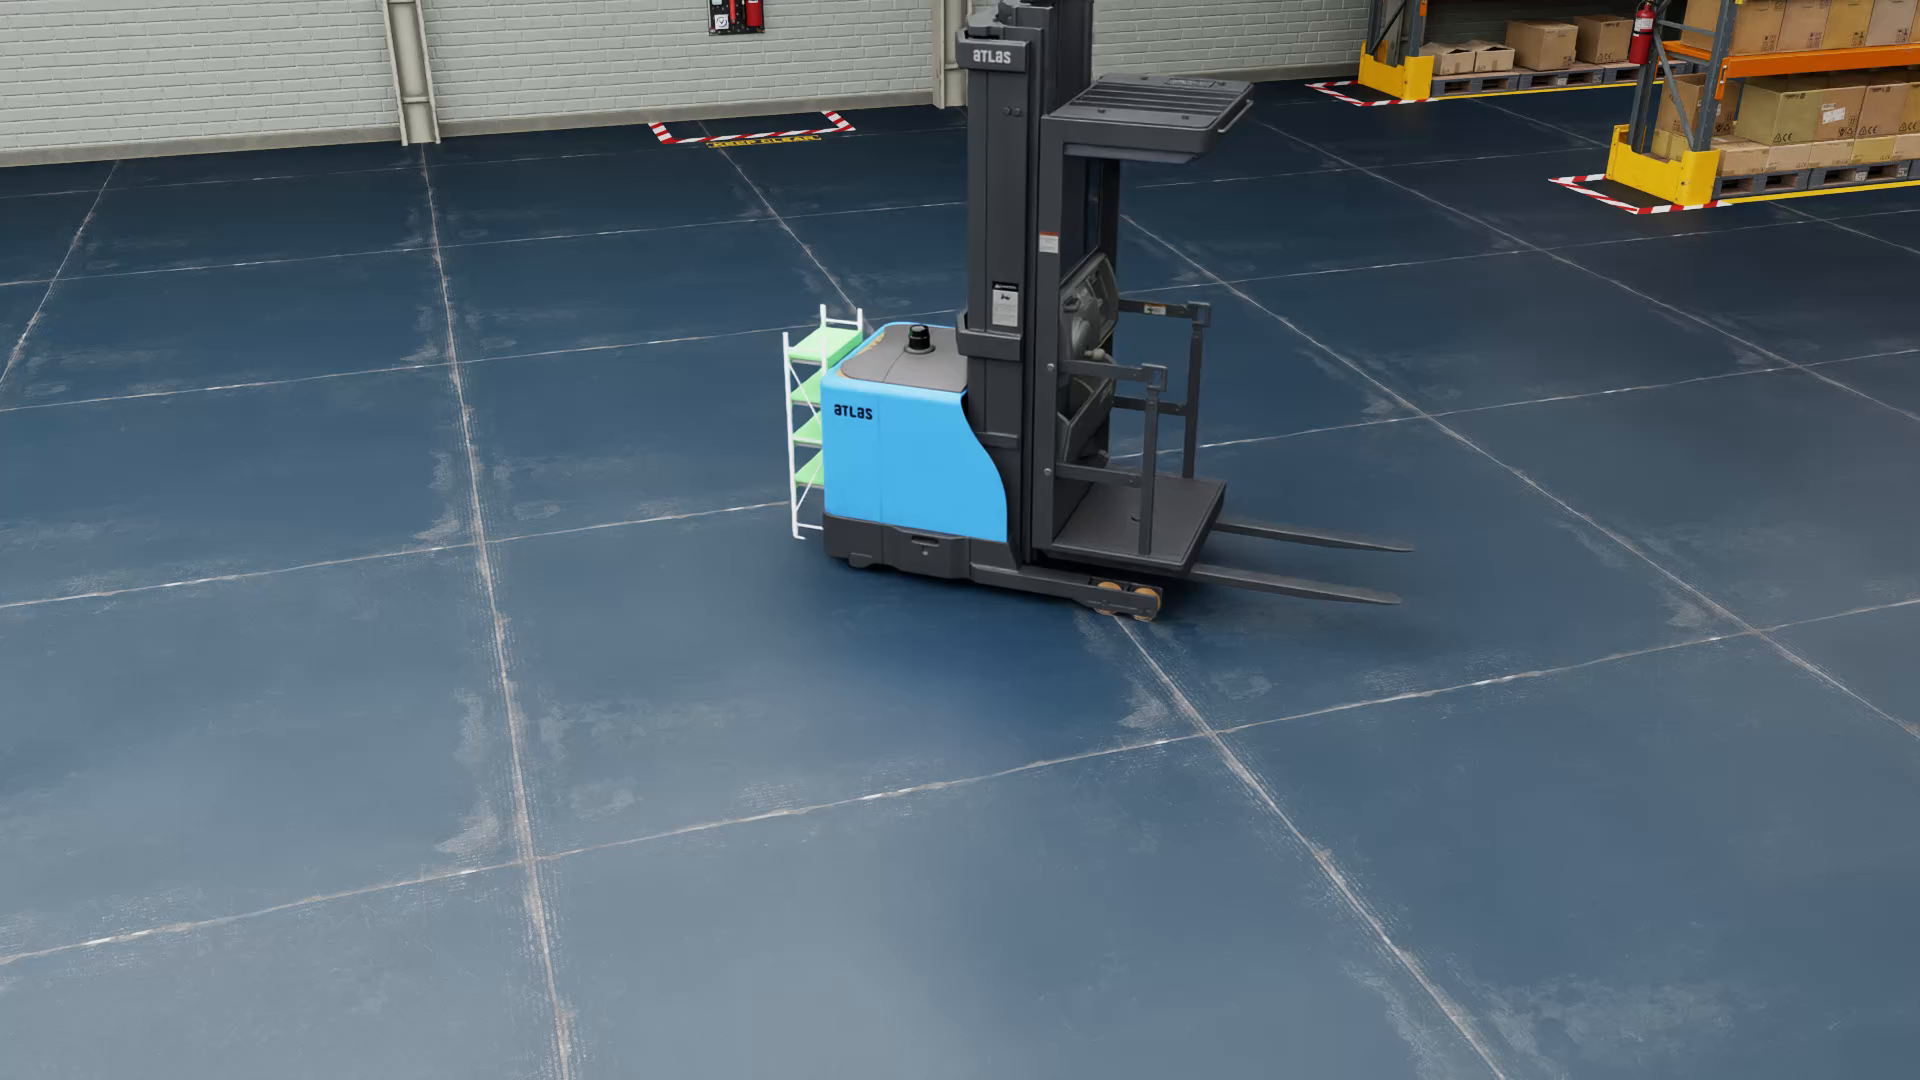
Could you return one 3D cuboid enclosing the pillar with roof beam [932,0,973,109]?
[{"bbox_3d":[1.241,-7.329,13.893,0.400,9.000,9.100,-8,28,-16],"label":"pillar with roof beam"}]

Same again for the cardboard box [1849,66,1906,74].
[{"bbox_3d":[9.067,-4.506,16.730,0.500,0.500,0.500,-8,28,-16],"label":"cardboard box"}]

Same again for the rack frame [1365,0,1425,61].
[{"bbox_3d":[5.215,-6.826,19.627,0.127,3.000,1.000,-8,28,-16],"label":"rack frame"}]

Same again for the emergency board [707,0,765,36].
[{"bbox_3d":[-2.454,-6.138,18.241,0.643,1.169,0.194,-8,28,-16],"label":"emergency board"}]

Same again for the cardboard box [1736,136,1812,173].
[{"bbox_3d":[7.806,-3.739,16.028,0.500,0.250,0.500,-8,28,-16],"label":"cardboard box"}]

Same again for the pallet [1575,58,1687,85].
[{"bbox_3d":[8.391,-6.021,21.140,1.213,0.211,1.003,-8,28,-16],"label":"pallet"}]

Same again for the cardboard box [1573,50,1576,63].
[{"bbox_3d":[7.491,-6.086,20.846,0.250,0.149,0.380,-11,28,-20],"label":"cardboard box"}]

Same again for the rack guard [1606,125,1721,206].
[{"bbox_3d":[6.730,-3.609,15.958,0.348,0.500,1.175,-8,28,-16],"label":"rack guard"}]

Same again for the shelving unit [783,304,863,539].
[{"bbox_3d":[-0.733,-0.638,9.186,0.258,1.200,0.503,9,28,18],"label":"shelving unit"}]

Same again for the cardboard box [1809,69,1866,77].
[{"bbox_3d":[8.592,-4.437,16.590,0.500,0.500,0.500,-8,28,-16],"label":"cardboard box"}]

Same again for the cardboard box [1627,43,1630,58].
[{"bbox_3d":[8.519,-6.219,21.095,0.250,0.166,0.380,-12,29,-23],"label":"cardboard box"}]

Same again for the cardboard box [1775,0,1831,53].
[{"bbox_3d":[7.698,-4.910,15.655,0.500,0.500,0.700,-8,27,-15],"label":"cardboard box"}]

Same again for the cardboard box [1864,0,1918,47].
[{"bbox_3d":[8.672,-5.050,15.937,0.500,0.500,0.700,-7,27,-15],"label":"cardboard box"}]

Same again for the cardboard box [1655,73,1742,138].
[{"bbox_3d":[7.170,-4.224,16.163,0.500,0.500,0.500,-8,28,-16],"label":"cardboard box"}]

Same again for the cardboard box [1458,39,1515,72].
[{"bbox_3d":[6.443,-5.955,20.400,0.500,0.311,0.500,-6,27,-12],"label":"cardboard box"}]

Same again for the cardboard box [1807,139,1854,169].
[{"bbox_3d":[8.281,-3.808,16.167,0.500,0.250,0.500,-8,28,-16],"label":"cardboard box"}]

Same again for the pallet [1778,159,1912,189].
[{"bbox_3d":[8.625,-3.773,16.612,1.213,0.211,1.003,-8,28,-16],"label":"pallet"}]

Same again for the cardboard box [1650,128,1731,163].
[{"bbox_3d":[7.171,-3.888,16.328,0.500,0.250,0.500,-8,28,-16],"label":"cardboard box"}]

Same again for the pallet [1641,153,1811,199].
[{"bbox_3d":[7.467,-3.606,16.277,1.213,0.211,1.003,-8,28,-16],"label":"pallet"}]

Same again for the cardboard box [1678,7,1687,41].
[{"bbox_3d":[9.713,-6.563,21.413,0.500,0.500,0.700,-7,27,-14],"label":"cardboard box"}]

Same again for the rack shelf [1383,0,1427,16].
[{"bbox_3d":[7.117,-6.780,20.342,4.000,0.370,1.077,-8,28,-16],"label":"rack shelf"}]

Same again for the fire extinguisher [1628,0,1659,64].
[{"bbox_3d":[6.496,-4.878,15.789,0.183,0.674,0.296,-8,28,-16],"label":"fire extinguisher"}]

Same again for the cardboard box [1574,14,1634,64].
[{"bbox_3d":[8.044,-6.295,20.873,0.500,0.500,0.500,-10,28,-20],"label":"cardboard box"}]

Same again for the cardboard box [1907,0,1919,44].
[{"bbox_3d":[9.158,-5.121,16.080,0.500,0.500,0.700,-8,27,-15],"label":"cardboard box"}]

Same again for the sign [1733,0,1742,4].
[{"bbox_3d":[6.919,-4.920,14.725,0.005,0.325,0.100,-8,28,-16],"label":"sign"}]

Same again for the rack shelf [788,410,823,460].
[{"bbox_3d":[-0.733,-0.581,9.215,0.258,0.148,0.480,9,28,18],"label":"rack shelf"}]

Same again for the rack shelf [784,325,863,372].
[{"bbox_3d":[-0.733,-1.011,9.001,0.258,0.148,0.480,9,28,18],"label":"rack shelf"}]

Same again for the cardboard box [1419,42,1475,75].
[{"bbox_3d":[5.901,-5.876,20.242,0.500,0.311,0.500,-12,29,-22],"label":"cardboard box"}]

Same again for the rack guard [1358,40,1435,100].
[{"bbox_3d":[5.287,-5.717,20.204,0.348,0.500,1.175,-8,28,-16],"label":"rack guard"}]

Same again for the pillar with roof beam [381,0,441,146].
[{"bbox_3d":[-4.464,-6.503,12.229,0.400,9.000,9.100,-8,28,-16],"label":"pillar with roof beam"}]

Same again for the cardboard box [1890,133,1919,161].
[{"bbox_3d":[9.233,-3.944,16.440,0.500,0.250,0.500,-8,28,-16],"label":"cardboard box"}]

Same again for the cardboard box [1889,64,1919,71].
[{"bbox_3d":[9.545,-4.572,16.863,0.500,0.500,0.500,-8,28,-16],"label":"cardboard box"}]

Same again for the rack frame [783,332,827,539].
[{"bbox_3d":[-0.814,-0.536,8.980,0.240,1.200,0.015,9,28,18],"label":"rack frame"}]

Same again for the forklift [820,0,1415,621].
[{"bbox_3d":[0.836,-1.168,8.307,3.031,2.935,1.130,9,28,17],"label":"forklift"}]

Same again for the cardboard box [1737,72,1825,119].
[{"bbox_3d":[8.117,-4.368,16.452,0.500,0.500,0.500,-8,28,-16],"label":"cardboard box"}]

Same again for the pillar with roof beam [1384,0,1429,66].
[{"bbox_3d":[6.946,-8.155,15.557,0.400,9.000,9.100,-8,28,-16],"label":"pillar with roof beam"}]

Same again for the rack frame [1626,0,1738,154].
[{"bbox_3d":[6.753,-4.732,15.409,0.127,3.000,1.000,-8,28,-16],"label":"rack frame"}]

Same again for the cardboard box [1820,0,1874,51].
[{"bbox_3d":[8.172,-4.976,15.788,0.500,0.500,0.700,-8,28,-16],"label":"cardboard box"}]

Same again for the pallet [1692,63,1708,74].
[{"bbox_3d":[9.758,-6.236,21.574,1.213,0.211,1.003,-8,28,-16],"label":"pallet"}]

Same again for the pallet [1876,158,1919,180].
[{"bbox_3d":[9.787,-3.942,16.954,1.213,0.211,1.003,-8,28,-16],"label":"pallet"}]

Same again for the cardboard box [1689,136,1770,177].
[{"bbox_3d":[7.331,-3.669,15.886,0.500,0.250,0.500,-8,28,-16],"label":"cardboard box"}]

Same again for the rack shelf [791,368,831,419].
[{"bbox_3d":[-0.733,-0.796,9.108,0.258,0.148,0.480,9,28,18],"label":"rack shelf"}]

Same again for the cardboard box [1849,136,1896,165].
[{"bbox_3d":[8.758,-3.875,16.301,0.500,0.250,0.500,-8,28,-16],"label":"cardboard box"}]

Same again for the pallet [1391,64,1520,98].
[{"bbox_3d":[6.071,-5.685,20.463,1.213,0.211,1.003,-8,28,-16],"label":"pallet"}]

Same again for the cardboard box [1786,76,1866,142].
[{"bbox_3d":[8.278,-4.149,16.010,0.500,0.500,0.500,-8,28,-16],"label":"cardboard box"}]

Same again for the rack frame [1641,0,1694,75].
[{"bbox_3d":[9.018,-7.377,20.736,0.127,3.000,1.000,-8,28,-16],"label":"rack frame"}]

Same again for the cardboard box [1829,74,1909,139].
[{"bbox_3d":[8.758,-4.210,16.134,0.500,0.500,0.500,-8,28,-16],"label":"cardboard box"}]

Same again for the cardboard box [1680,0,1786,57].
[{"bbox_3d":[7.200,-4.836,15.505,0.500,0.500,0.700,-8,28,-16],"label":"cardboard box"}]

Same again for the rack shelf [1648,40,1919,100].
[{"bbox_3d":[8.654,-4.686,16.124,4.000,0.370,1.077,-8,28,-16],"label":"rack shelf"}]

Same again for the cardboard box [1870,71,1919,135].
[{"bbox_3d":[9.229,-4.285,16.284,0.500,0.500,0.500,-8,28,-16],"label":"cardboard box"}]

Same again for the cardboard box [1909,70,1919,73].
[{"bbox_3d":[9.704,-4.355,16.426,0.500,0.500,0.500,-8,28,-16],"label":"cardboard box"}]

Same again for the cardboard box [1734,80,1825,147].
[{"bbox_3d":[7.806,-4.074,15.860,0.500,0.500,0.500,-8,28,-16],"label":"cardboard box"}]

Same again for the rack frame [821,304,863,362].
[{"bbox_3d":[-0.651,-0.741,9.392,0.240,1.200,0.015,9,28,18],"label":"rack frame"}]

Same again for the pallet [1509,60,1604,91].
[{"bbox_3d":[7.229,-5.851,20.798,1.213,0.211,1.003,-8,28,-16],"label":"pallet"}]

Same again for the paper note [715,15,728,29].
[{"bbox_3d":[-2.644,-5.748,18.446,0.142,0.148,0.016,-8,28,-16],"label":"paper note"}]

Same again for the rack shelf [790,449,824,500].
[{"bbox_3d":[-0.732,-0.366,9.321,0.258,0.148,0.480,9,28,18],"label":"rack shelf"}]

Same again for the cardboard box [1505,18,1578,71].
[{"bbox_3d":[7.156,-6.119,20.519,0.500,0.500,0.700,-10,28,-19],"label":"cardboard box"}]

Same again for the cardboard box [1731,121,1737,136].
[{"bbox_3d":[7.643,-3.962,16.476,0.500,0.250,0.500,-8,28,-16],"label":"cardboard box"}]
